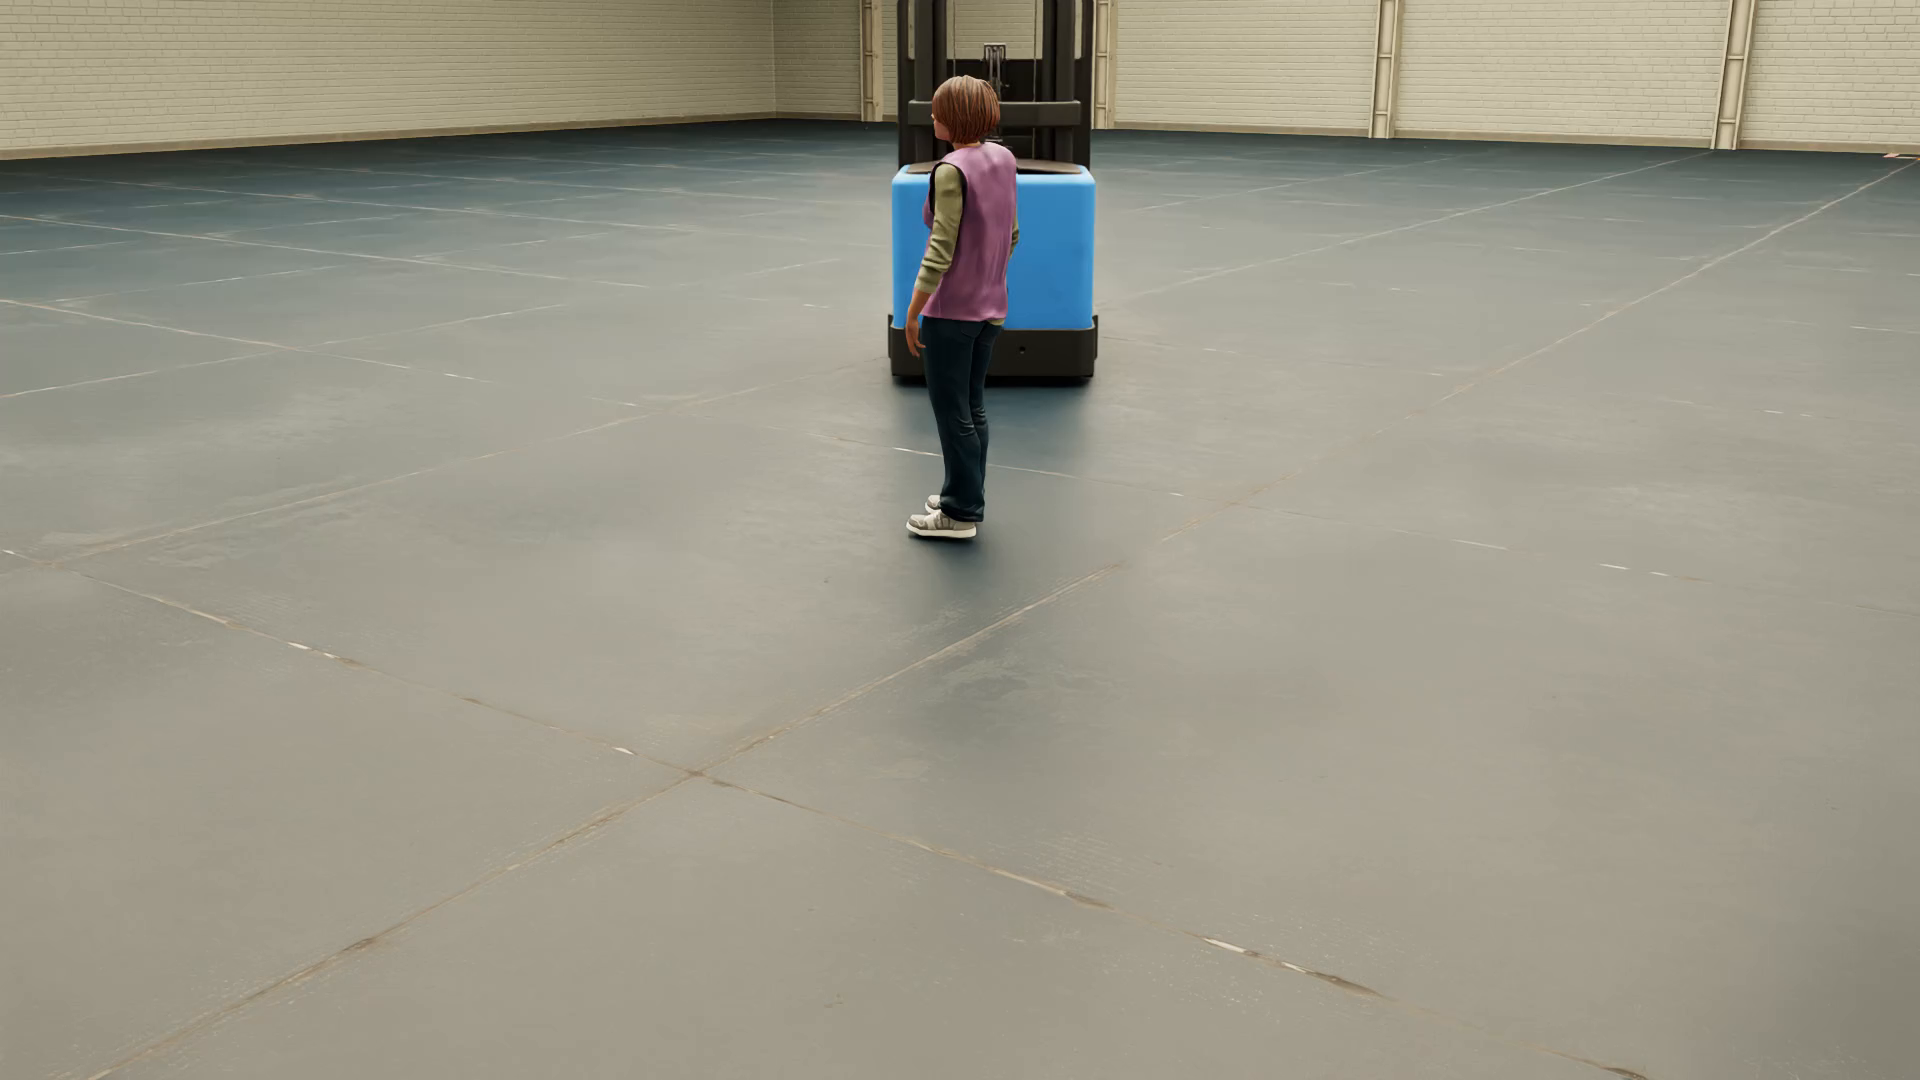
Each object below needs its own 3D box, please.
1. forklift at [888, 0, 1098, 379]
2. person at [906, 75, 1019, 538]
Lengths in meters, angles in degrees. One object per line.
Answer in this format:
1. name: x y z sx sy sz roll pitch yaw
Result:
1. forklift: 0.199 -2.608 9.555 1.130 2.935 3.031 0 17 1
2. person: -0.052 -0.788 5.769 0.476 1.597 0.520 11 20 33
